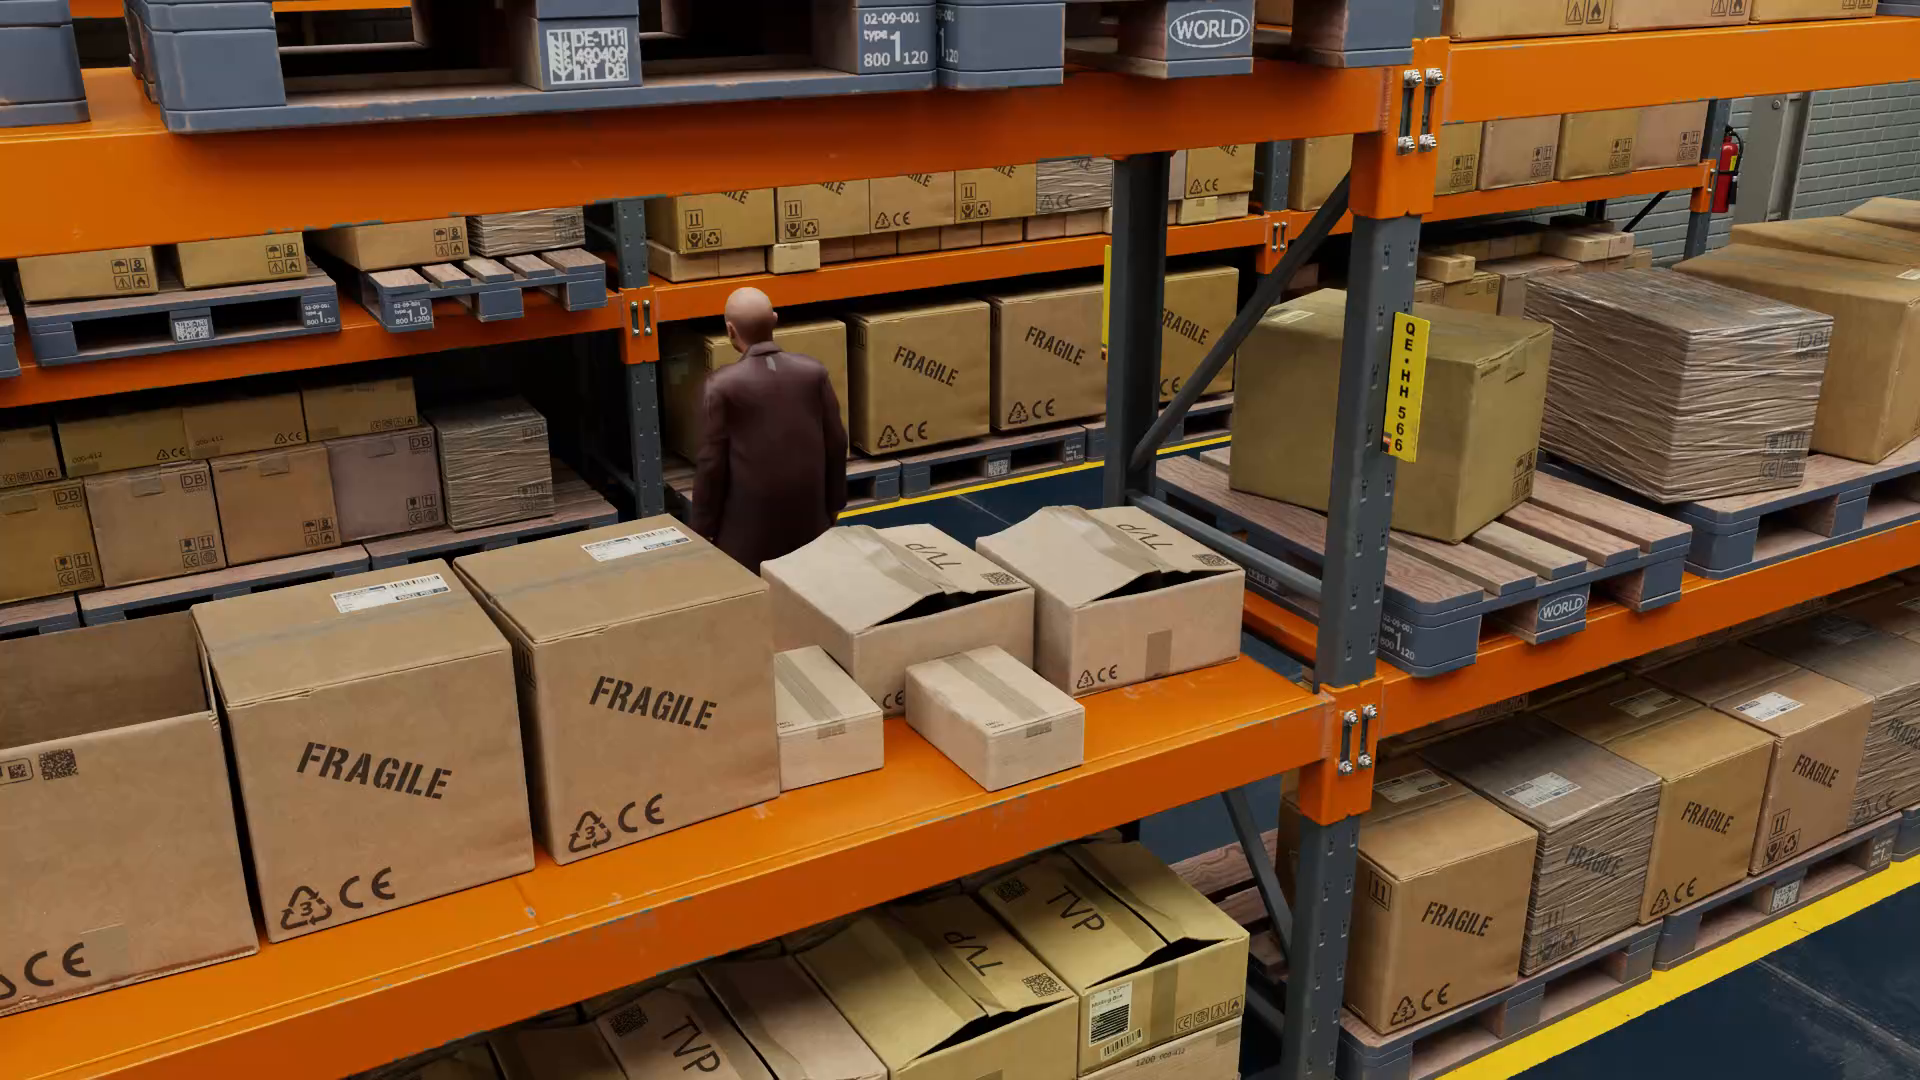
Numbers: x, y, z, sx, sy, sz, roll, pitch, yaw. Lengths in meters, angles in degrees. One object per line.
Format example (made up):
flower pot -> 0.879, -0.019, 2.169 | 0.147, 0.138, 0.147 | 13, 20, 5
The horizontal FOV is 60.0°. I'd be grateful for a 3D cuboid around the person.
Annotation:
person -> -0.722, -0.075, 6.299 | 0.641, 1.773, 0.427 | -12, 25, -29
